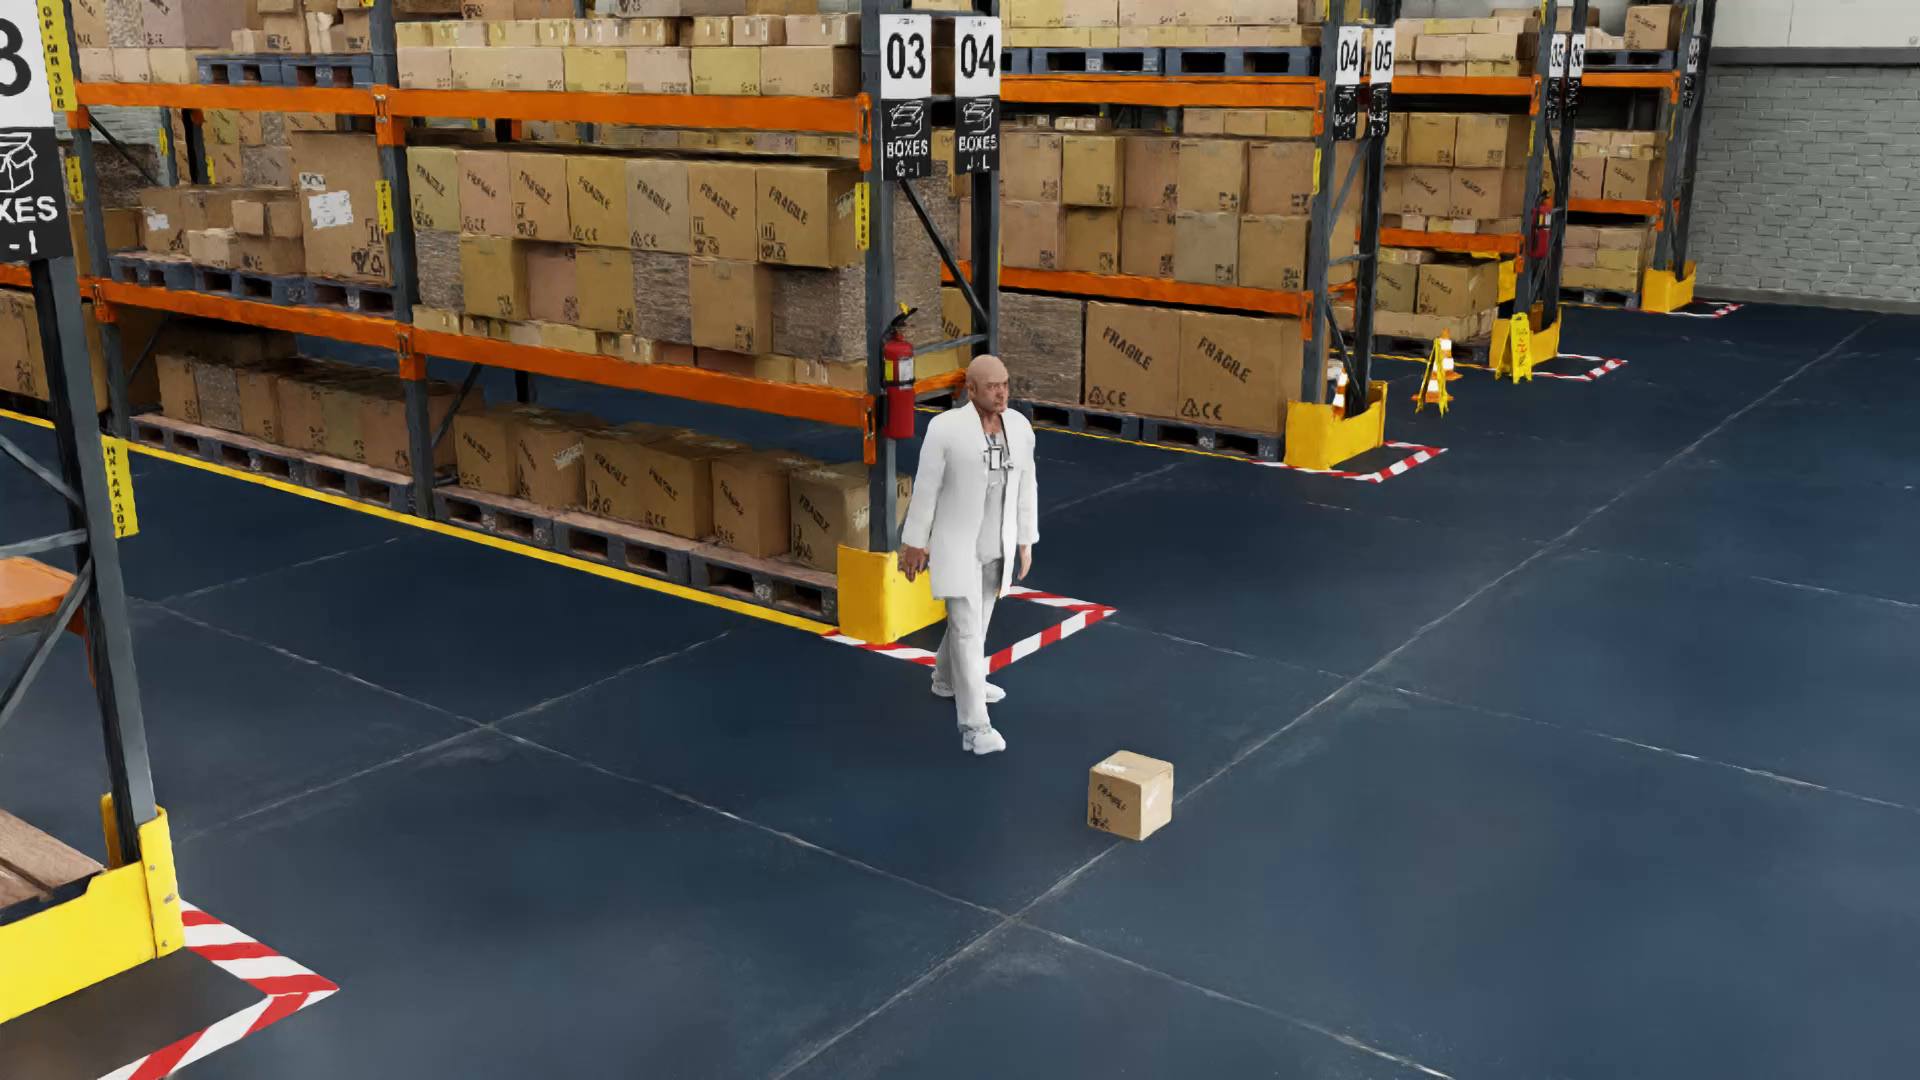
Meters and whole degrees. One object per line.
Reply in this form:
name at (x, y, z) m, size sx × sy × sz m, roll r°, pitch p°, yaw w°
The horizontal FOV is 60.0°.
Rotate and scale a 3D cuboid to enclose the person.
person at (0.101, 0.031, 7.456) m, size 0.630 × 1.738 × 0.973 m, roll -10°, pitch 19°, yaw -31°
